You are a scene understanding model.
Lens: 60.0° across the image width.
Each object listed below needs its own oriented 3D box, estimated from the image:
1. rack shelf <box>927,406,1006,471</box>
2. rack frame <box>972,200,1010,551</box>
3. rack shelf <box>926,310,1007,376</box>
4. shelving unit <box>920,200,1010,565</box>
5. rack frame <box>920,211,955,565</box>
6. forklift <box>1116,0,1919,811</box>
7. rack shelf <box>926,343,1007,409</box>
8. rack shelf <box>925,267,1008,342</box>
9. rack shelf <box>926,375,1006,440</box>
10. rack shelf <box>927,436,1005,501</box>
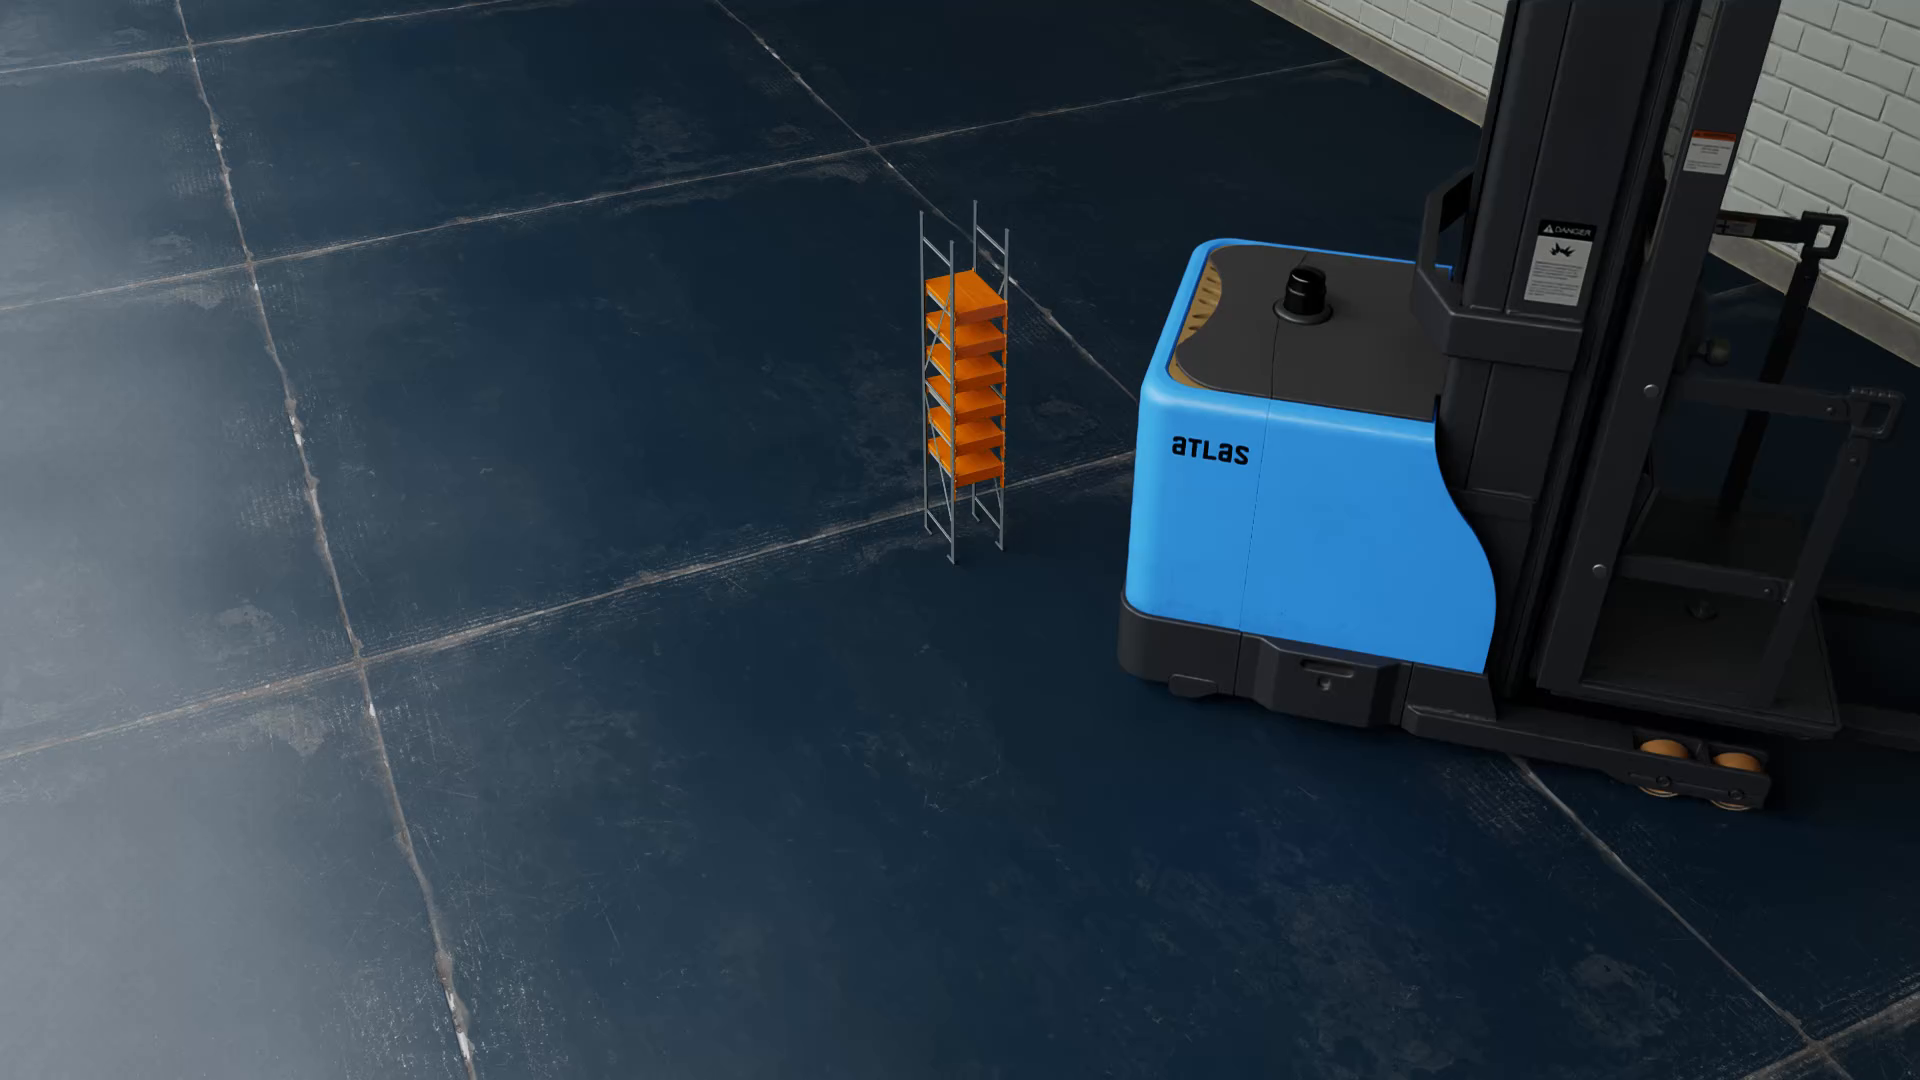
[{"bbox_3d":[0.013,-0.354,5.495,0.180,0.103,0.258,-16,39,-20],"label":"rack shelf"},{"bbox_3d":[0.096,-0.509,5.429,0.006,1.200,0.240,-16,39,-20],"label":"rack frame"},{"bbox_3d":[0.013,-0.643,5.281,0.180,0.103,0.258,-16,39,-20],"label":"rack shelf"},{"bbox_3d":[0.013,-0.486,5.398,0.189,1.200,0.258,-16,39,-20],"label":"shelving unit"},{"bbox_3d":[-0.070,-0.462,5.366,0.006,1.200,0.240,-16,39,-20],"label":"rack frame"},{"bbox_3d":[2.059,-0.764,4.320,3.031,2.935,1.130,10,38,13],"label":"forklift"},{"bbox_3d":[0.013,-0.546,5.352,0.180,0.103,0.258,-16,39,-20],"label":"rack shelf"},{"bbox_3d":[0.013,-0.739,5.210,0.180,0.103,0.258,-16,39,-20],"label":"rack shelf"},{"bbox_3d":[0.013,-0.450,5.424,0.180,0.103,0.258,-16,39,-20],"label":"rack shelf"},{"bbox_3d":[0.013,-0.257,5.567,0.180,0.103,0.258,-16,39,-20],"label":"rack shelf"}]
